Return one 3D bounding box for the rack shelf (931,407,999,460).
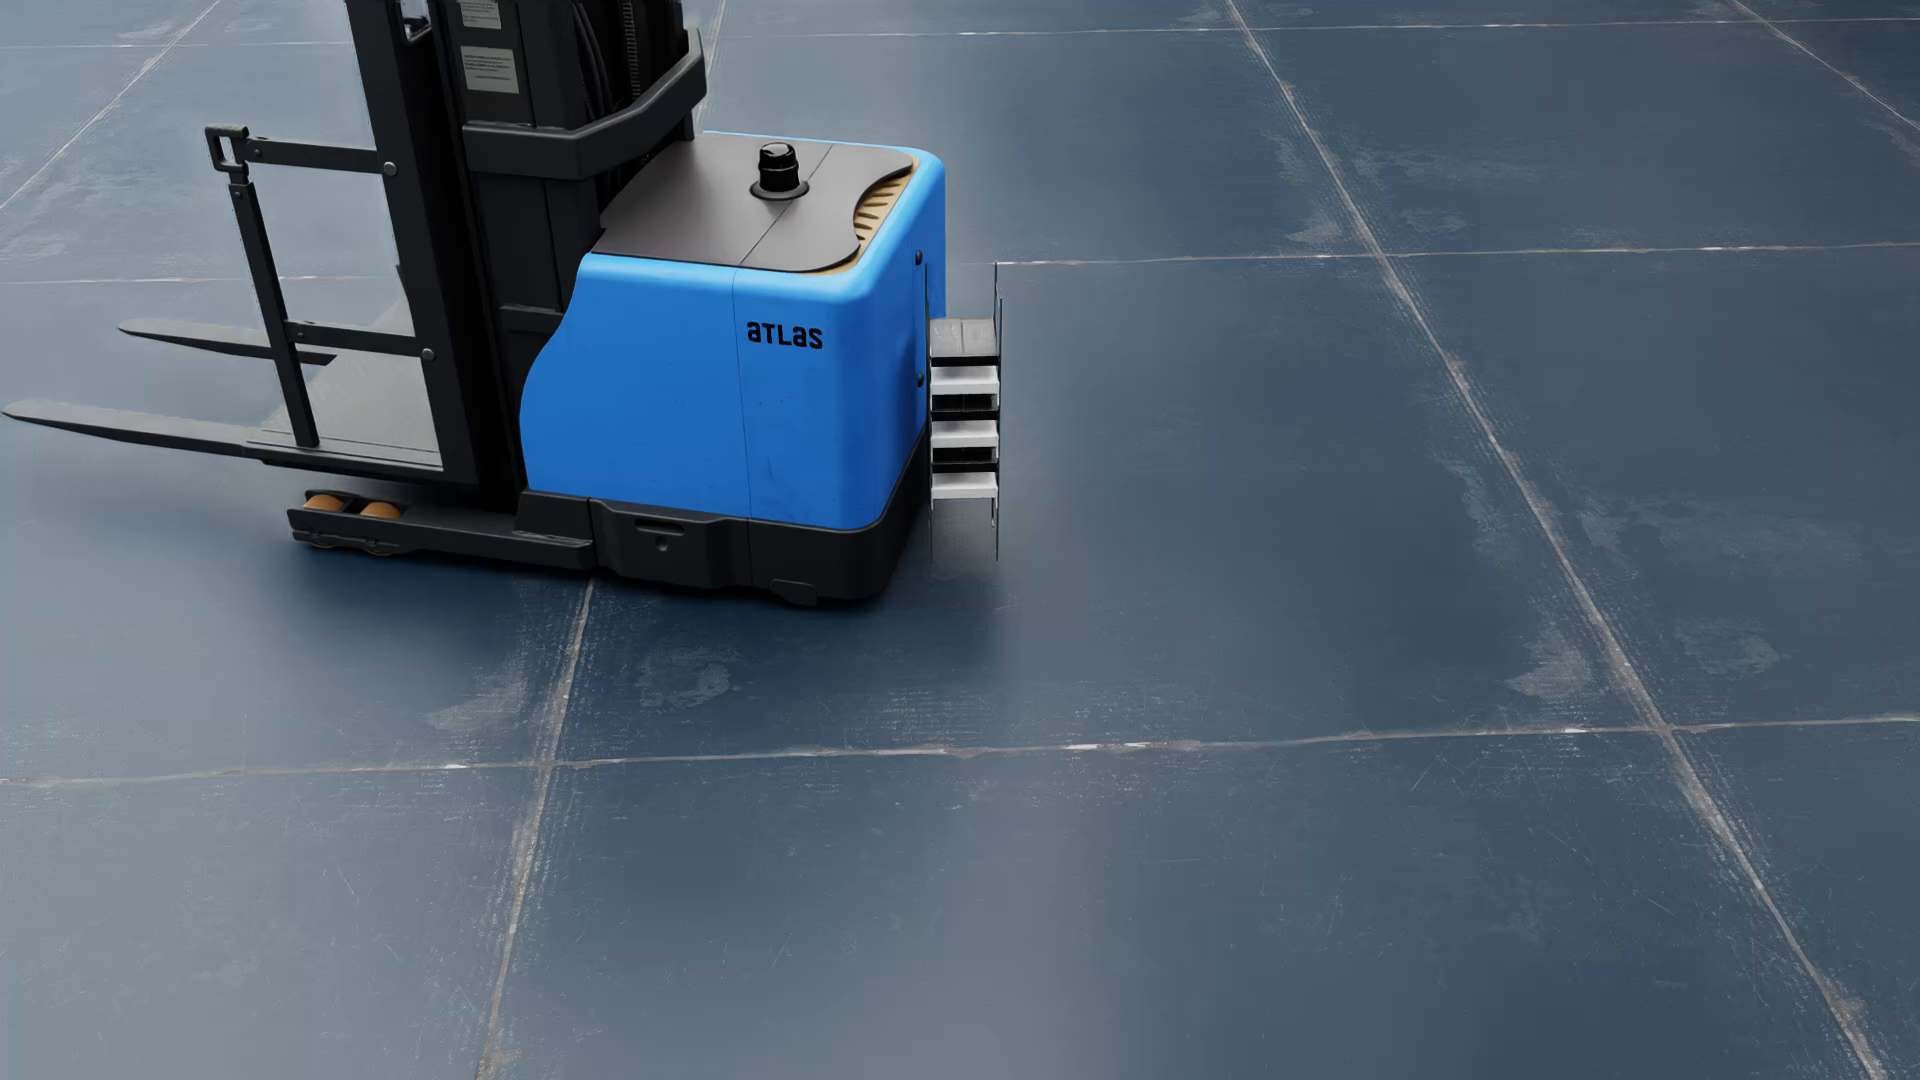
[{"bbox_3d":[0.008,-0.343,5.013,0.200,0.077,0.258,-2,35,-2],"label":"rack shelf"}]

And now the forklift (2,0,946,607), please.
[{"bbox_3d":[-1.604,-1.439,4.753,3.031,2.935,1.130,7,35,10],"label":"forklift"}]

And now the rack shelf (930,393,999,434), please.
[{"bbox_3d":[0.008,-0.417,4.962,0.200,0.077,0.258,-2,35,-2],"label":"rack shelf"}]

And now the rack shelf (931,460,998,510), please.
[{"bbox_3d":[0.008,-0.195,5.116,0.200,0.077,0.258,-2,35,-2],"label":"rack shelf"}]

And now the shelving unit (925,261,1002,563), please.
[{"bbox_3d":[0.008,-0.370,4.994,0.210,0.900,0.258,-2,35,-2],"label":"shelving unit"}]

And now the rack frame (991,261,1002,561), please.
[{"bbox_3d":[0.110,-0.373,4.998,0.006,0.900,0.240,-2,35,-2],"label":"rack frame"}]

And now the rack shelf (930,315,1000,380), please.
[{"bbox_3d":[0.008,-0.565,4.860,0.200,0.077,0.258,-2,35,-2],"label":"rack shelf"}]

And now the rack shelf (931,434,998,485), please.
[{"bbox_3d":[0.008,-0.269,5.064,0.200,0.077,0.258,-2,35,-2],"label":"rack shelf"}]

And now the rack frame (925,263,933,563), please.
[{"bbox_3d":[-0.093,-0.367,4.990,0.006,0.900,0.240,-2,35,-2],"label":"rack frame"}]

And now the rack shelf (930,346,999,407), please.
[{"bbox_3d":[0.008,-0.491,4.911,0.200,0.077,0.258,-2,35,-2],"label":"rack shelf"}]
